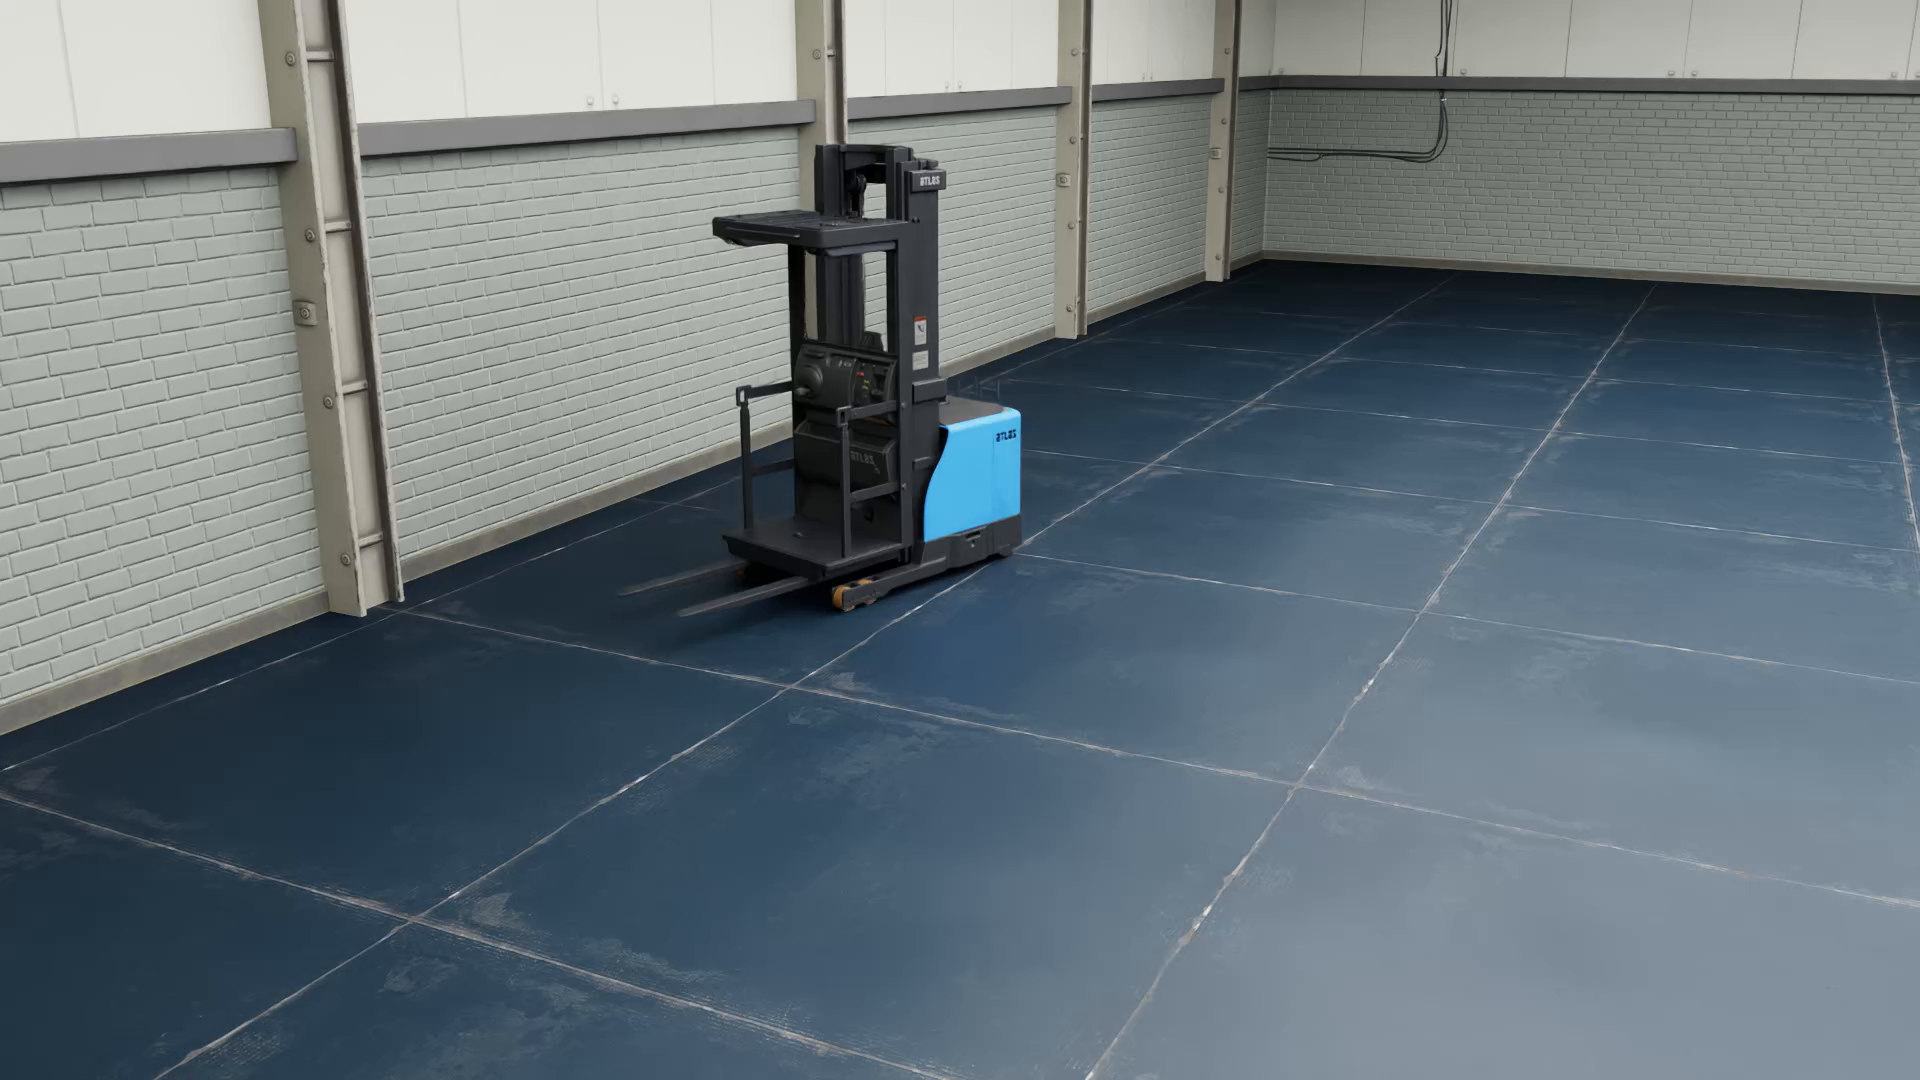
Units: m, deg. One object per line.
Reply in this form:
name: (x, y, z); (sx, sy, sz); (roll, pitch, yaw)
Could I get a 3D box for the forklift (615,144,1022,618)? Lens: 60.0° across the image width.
forklift: (-0.924, -1.100, 11.080); (1.130, 2.935, 3.031); (15, 22, 41)

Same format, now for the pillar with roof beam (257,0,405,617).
pillar with roof beam: (-0.101, -3.333, 7.942); (9.100, 9.000, 0.400); (8, 18, 25)

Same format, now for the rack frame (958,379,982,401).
rack frame: (0.072, -0.599, 12.433); (0.240, 1.200, 0.006); (15, 22, 41)

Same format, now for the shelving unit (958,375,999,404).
shelving unit: (0.135, -0.618, 12.497); (0.258, 1.200, 0.189); (15, 22, 41)

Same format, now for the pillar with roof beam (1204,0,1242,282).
pillar with roof beam: (7.942, -7.918, 23.378); (9.100, 9.000, 0.400); (8, 18, 25)

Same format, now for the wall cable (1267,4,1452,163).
wall cable: (6.590, -7.559, 27.624); (3.097, 2.526, 0.112); (8, 18, 25)

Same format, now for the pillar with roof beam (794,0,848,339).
pillar with roof beam: (2.580, -4.861, 13.087); (9.100, 9.000, 0.400); (8, 18, 25)

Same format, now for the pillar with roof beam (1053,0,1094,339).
pillar with roof beam: (5.261, -6.390, 18.233); (9.100, 9.000, 0.400); (8, 18, 25)

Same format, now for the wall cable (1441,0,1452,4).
wall cable: (9.010, -9.636, 25.747); (3.097, 2.526, 0.112); (8, 18, 25)

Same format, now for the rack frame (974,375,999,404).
rack frame: (0.198, -0.637, 12.561); (0.240, 1.200, 0.006); (15, 22, 41)
